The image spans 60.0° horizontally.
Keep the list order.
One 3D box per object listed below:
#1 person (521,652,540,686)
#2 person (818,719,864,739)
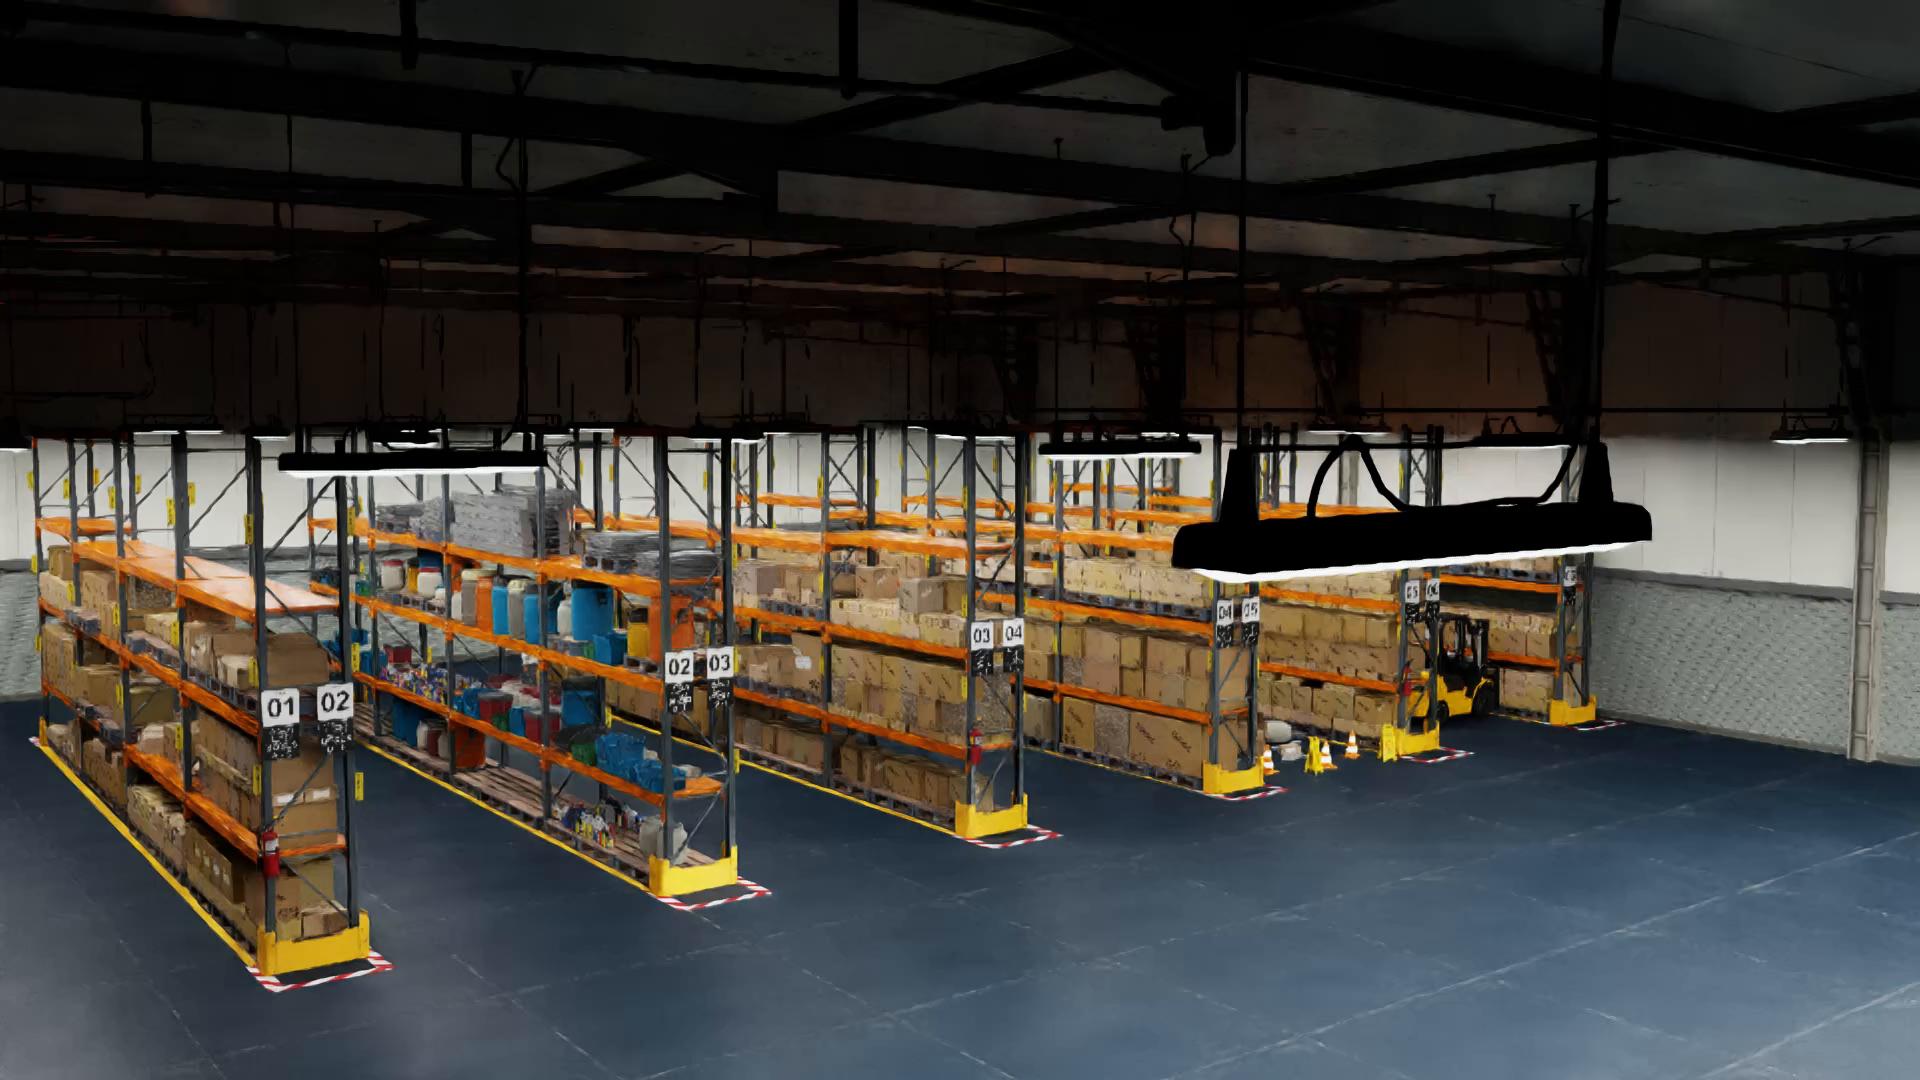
[{"bbox_3d":[-9.236,2.638,35.625,0.570,1.768,0.627,-1,5,-8],"label":"person"},{"bbox_3d":[-2.353,2.960,31.903,0.598,1.699,1.197,-4,6,-39],"label":"person"}]
